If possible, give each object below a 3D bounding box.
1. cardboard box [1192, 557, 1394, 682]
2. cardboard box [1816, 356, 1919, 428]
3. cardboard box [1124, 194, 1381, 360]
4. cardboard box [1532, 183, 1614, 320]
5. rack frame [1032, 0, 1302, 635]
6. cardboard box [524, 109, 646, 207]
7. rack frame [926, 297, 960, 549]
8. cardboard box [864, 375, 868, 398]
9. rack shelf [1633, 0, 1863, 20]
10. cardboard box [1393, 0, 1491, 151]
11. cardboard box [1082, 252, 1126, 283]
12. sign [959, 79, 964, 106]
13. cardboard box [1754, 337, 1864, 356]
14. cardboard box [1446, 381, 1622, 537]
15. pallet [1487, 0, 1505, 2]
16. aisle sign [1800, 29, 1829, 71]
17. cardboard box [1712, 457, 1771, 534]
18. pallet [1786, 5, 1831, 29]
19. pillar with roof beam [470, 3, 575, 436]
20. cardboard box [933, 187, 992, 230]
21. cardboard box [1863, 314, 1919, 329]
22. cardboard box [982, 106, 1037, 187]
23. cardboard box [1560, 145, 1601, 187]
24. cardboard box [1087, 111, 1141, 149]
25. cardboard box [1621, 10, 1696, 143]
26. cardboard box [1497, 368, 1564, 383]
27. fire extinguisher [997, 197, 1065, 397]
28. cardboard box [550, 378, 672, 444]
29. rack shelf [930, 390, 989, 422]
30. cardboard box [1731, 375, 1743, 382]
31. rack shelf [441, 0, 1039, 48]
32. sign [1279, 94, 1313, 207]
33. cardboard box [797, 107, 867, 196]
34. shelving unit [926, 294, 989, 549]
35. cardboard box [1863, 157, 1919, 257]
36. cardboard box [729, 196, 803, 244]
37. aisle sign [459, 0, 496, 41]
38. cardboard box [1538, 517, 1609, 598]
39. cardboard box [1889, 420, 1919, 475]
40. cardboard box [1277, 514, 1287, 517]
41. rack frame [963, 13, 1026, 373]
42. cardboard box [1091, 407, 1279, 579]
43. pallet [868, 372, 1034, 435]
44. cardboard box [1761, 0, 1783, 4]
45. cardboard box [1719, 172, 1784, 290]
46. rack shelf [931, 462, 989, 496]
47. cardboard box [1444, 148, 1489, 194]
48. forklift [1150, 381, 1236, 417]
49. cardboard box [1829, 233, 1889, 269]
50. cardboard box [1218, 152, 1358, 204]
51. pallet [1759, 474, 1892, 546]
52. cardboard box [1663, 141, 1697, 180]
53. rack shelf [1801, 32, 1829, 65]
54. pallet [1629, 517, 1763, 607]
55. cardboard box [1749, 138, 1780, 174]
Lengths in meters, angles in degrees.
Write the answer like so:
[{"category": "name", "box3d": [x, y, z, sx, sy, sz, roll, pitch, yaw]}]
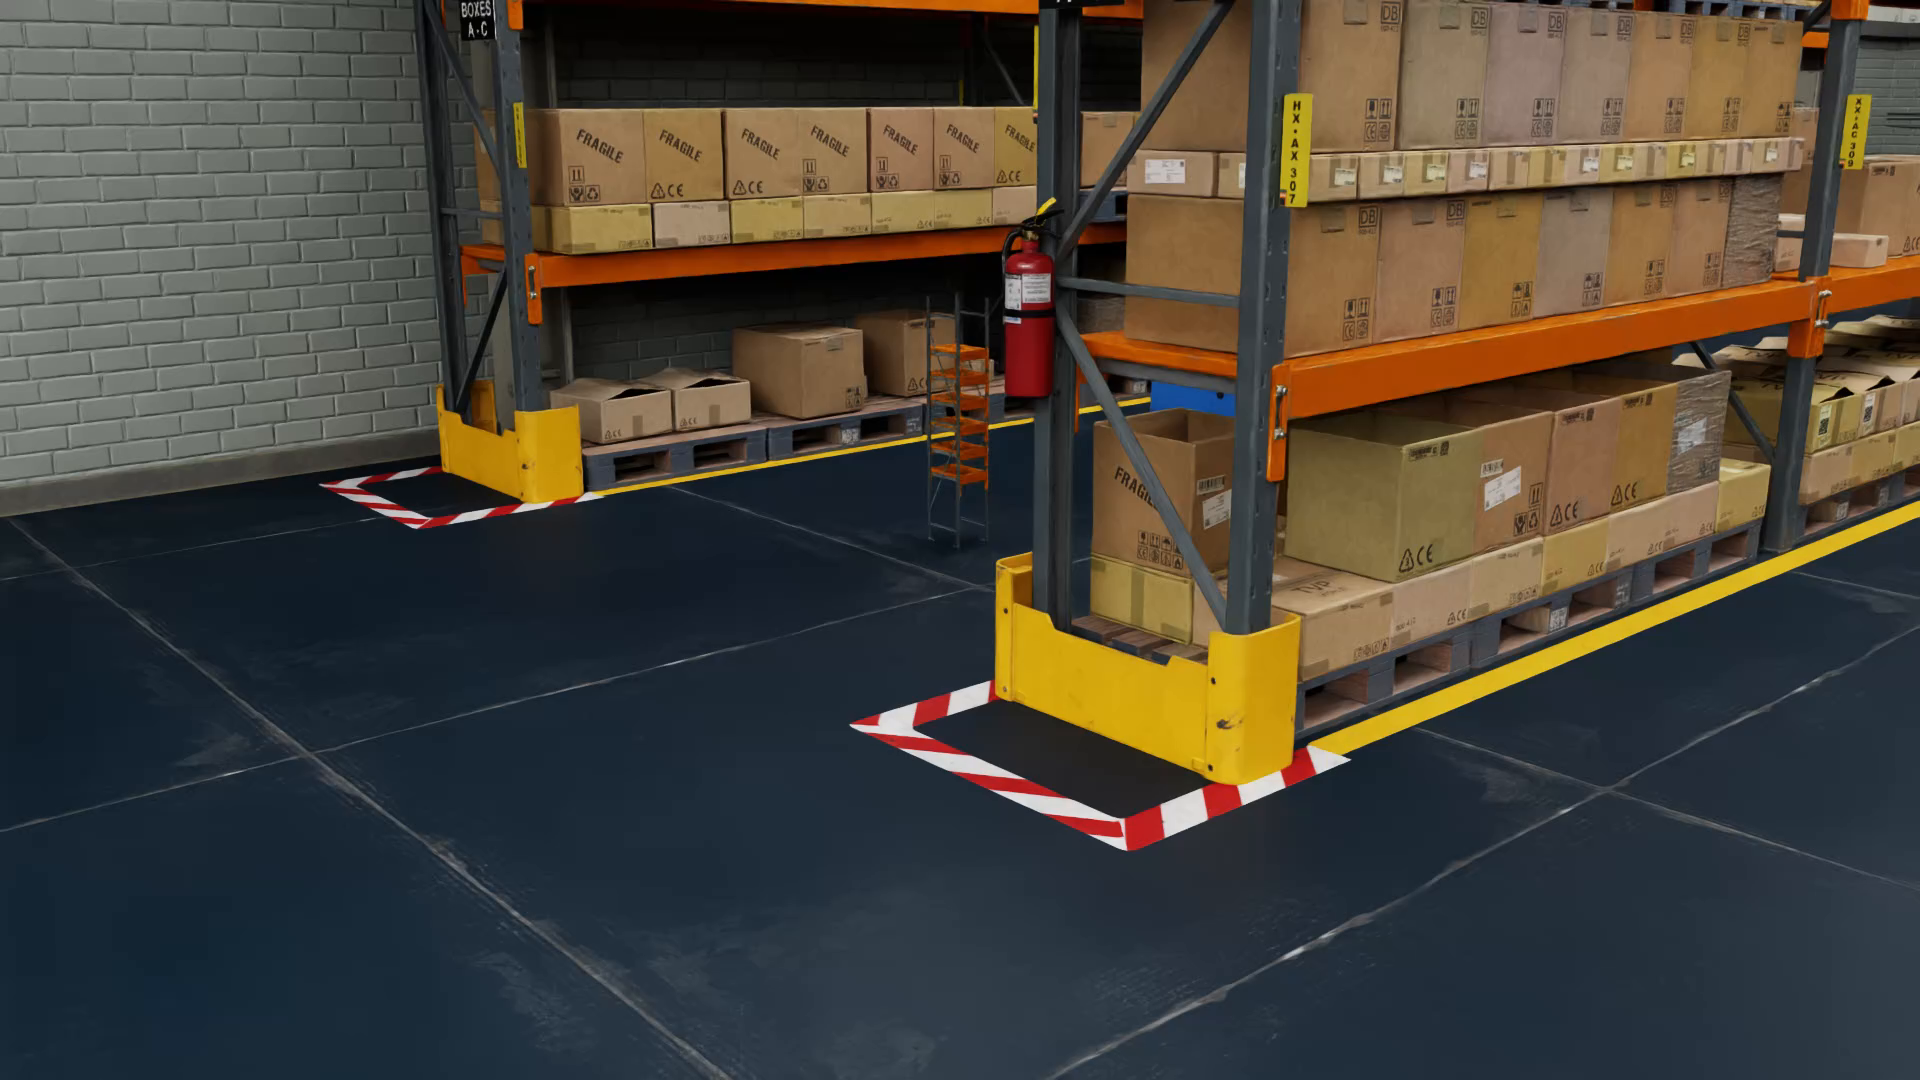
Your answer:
[{"category": "cardboard box", "box3d": [1.184, 0.273, 5.929, 0.500, 0.250, 0.500, -13, 19, -39]}, {"category": "cardboard box", "box3d": [4.897, -0.821, 8.939, 0.500, 0.311, 0.500, -14, 20, -41]}, {"category": "cardboard box", "box3d": [0.994, -0.930, 5.725, 0.500, 0.500, 0.700, -13, 19, -39]}, {"category": "cardboard box", "box3d": [2.160, -1.193, 6.709, 0.500, 0.500, 0.700, -12, 19, -38]}, {"category": "rack frame", "box3d": [0.634, -0.805, 5.451, 0.127, 3.000, 1.000, -13, 19, -39]}, {"category": "cardboard box", "box3d": [-2.063, -2.091, 9.063, 0.500, 0.500, 0.500, -13, 19, -39]}, {"category": "rack frame", "box3d": [-0.080, -0.562, 8.028, 0.006, 1.200, 0.240, -13, 20, -39]}, {"category": "cardboard box", "box3d": [-0.823, -1.014, 10.907, 0.380, 0.149, 0.250, 14, 20, 42]}, {"category": "rack shelf", "box3d": [2.142, -2.245, 6.425, 4.000, 0.370, 1.077, -13, 19, -39]}, {"category": "cardboard box", "box3d": [1.427, -1.656, 5.928, 0.500, 0.500, 0.700, -13, 20, -41]}, {"category": "cardboard box", "box3d": [1.271, -2.017, 12.525, 0.500, 0.250, 0.500, -13, 20, -41]}, {"category": "sign", "box3d": [0.030, -3.113, 11.849, 0.005, 0.325, 0.100, -13, 19, -39]}, {"category": "cardboard box", "box3d": [4.916, -1.010, 9.647, 0.500, 0.311, 0.500, -13, 20, -40]}, {"category": "cardboard box", "box3d": [2.318, -0.343, 6.782, 0.500, 0.500, 0.500, -13, 19, -39]}, {"category": "pallet", "box3d": [3.865, -4.601, 14.217, 1.003, 0.211, 1.213, -12, 19, -37]}, {"category": "aisle sign", "box3d": [9.700, -5.689, 18.698, 0.004, 0.787, 0.394, -13, 19, -39]}, {"category": "cardboard box", "box3d": [3.445, -0.236, 7.835, 0.500, 0.250, 0.500, -13, 19, -39]}, {"category": "pallet", "box3d": [8.896, -5.758, 18.352, 1.213, 0.211, 1.003, -13, 19, -39]}, {"category": "pillar with roof beam", "box3d": [0.165, -4.116, 6.221, 0.400, 9.000, 9.100, -13, 19, -39]}, {"category": "cardboard box", "box3d": [-0.143, -2.161, 10.781, 0.500, 0.250, 0.500, -13, 19, -39]}, {"category": "cardboard box", "box3d": [6.081, -1.274, 10.635, 0.500, 0.311, 0.500, -12, 19, -38]}, {"category": "cardboard box", "box3d": [0.243, -2.605, 10.990, 0.500, 0.500, 0.500, -13, 20, -39]}, {"category": "cardboard box", "box3d": [2.231, -1.451, 6.420, 0.250, 0.149, 0.380, -12, 19, -39]}, {"category": "cardboard box", "box3d": [1.229, -2.880, 12.173, 0.500, 0.500, 0.700, -10, 18, -34]}, {"category": "cardboard box", "box3d": [2.562, -1.911, 6.883, 0.500, 0.500, 0.700, -13, 20, -39]}, {"category": "cardboard box", "box3d": [2.342, -0.532, 7.491, 0.500, 0.500, 0.500, -13, 19, -39]}, {"category": "fire extinguisher", "box3d": [0.240, -0.838, 5.724, 0.183, 0.674, 0.296, -13, 19, -39]}, {"category": "cardboard box", "box3d": [-2.040, -0.782, 9.722, 0.500, 0.311, 0.500, 13, 20, 41]}, {"category": "rack shelf", "box3d": [-0.011, -0.650, 8.066, 0.180, 0.103, 0.258, -13, 20, -39]}, {"category": "cardboard box", "box3d": [3.769, -0.752, 8.682, 0.500, 0.311, 0.500, -13, 19, -39]}, {"category": "rack shelf", "box3d": [-1.112, -3.209, 10.033, 4.000, 0.370, 1.077, -13, 19, -39]}, {"category": "sign", "box3d": [0.993, -1.152, 4.921, 0.005, 0.325, 0.100, -13, 19, -39]}, {"category": "cardboard box", "box3d": [-0.909, -2.348, 10.028, 0.500, 0.500, 0.500, -12, 19, -38]}, {"category": "shelving unit", "box3d": [-0.011, -0.577, 8.086, 0.189, 1.200, 0.258, -13, 20, -39]}, {"category": "cardboard box", "box3d": [5.017, -1.832, 9.102, 0.500, 0.500, 0.500, -13, 19, -39]}, {"category": "cardboard box", "box3d": [-1.274, -1.903, 9.812, 0.500, 0.250, 0.500, -13, 20, -40]}, {"category": "aisle sign", "box3d": [-2.478, -2.954, 8.459, 0.004, 0.787, 0.394, -13, 19, -39]}, {"category": "cardboard box", "box3d": [2.317, 0.019, 6.880, 0.500, 0.250, 0.500, -13, 19, -39]}, {"category": "cardboard box", "box3d": [4.894, -0.552, 9.017, 0.500, 0.250, 0.500, -13, 20, -41]}, {"category": "cardboard box", "box3d": [1.590, 0.000, 6.951, 0.500, 0.250, 0.500, -13, 19, -39]}, {"category": "rack frame", "box3d": [0.397, -2.446, 11.596, 0.127, 3.000, 1.000, -13, 19, -39]}, {"category": "cardboard box", "box3d": [0.843, -0.190, 6.212, 0.500, 0.500, 0.500, -13, 19, -39]}, {"category": "pallet", "box3d": [-0.087, -0.978, 11.504, 1.213, 0.211, 1.003, -13, 19, -39]}, {"category": "cardboard box", "box3d": [8.290, -5.754, 17.449, 0.500, 0.250, 0.500, -13, 20, -41]}, {"category": "cardboard box", "box3d": [3.321, -1.454, 7.689, 0.500, 0.500, 0.700, -13, 20, -41]}, {"category": "rack shelf", "box3d": [-0.011, -0.302, 8.159, 0.180, 0.103, 0.258, -13, 20, -39]}, {"category": "cardboard box", "box3d": [1.649, -1.321, 5.931, 0.250, 0.149, 0.380, -13, 20, -40]}, {"category": "forklift", "box3d": [2.527, -2.027, 10.157, 3.031, 2.935, 1.130, -14, 20, -41]}, {"category": "cardboard box", "box3d": [4.454, -1.471, 8.433, 0.250, 0.149, 0.380, -13, 19, -39]}, {"category": "cardboard box", "box3d": [1.071, -1.191, 5.446, 0.250, 0.149, 0.380, -13, 20, -40]}, {"category": "pallet", "box3d": [4.181, -0.268, 8.843, 1.213, 0.211, 1.003, -13, 19, -39]}, {"category": "cardboard box", "box3d": [2.818, -1.584, 6.918, 0.250, 0.149, 0.380, -13, 20, -40]}, {"category": "rack shelf", "box3d": [7.940, -5.242, 17.643, 4.000, 0.370, 1.077, -13, 19, -39]}, {"category": "pallet", "box3d": [3.024, -0.009, 7.874, 1.213, 0.211, 1.003, -13, 19, -39]}, {"category": "cardboard box", "box3d": [3.399, -1.715, 7.407, 0.250, 0.149, 0.380, -13, 20, -41]}]
